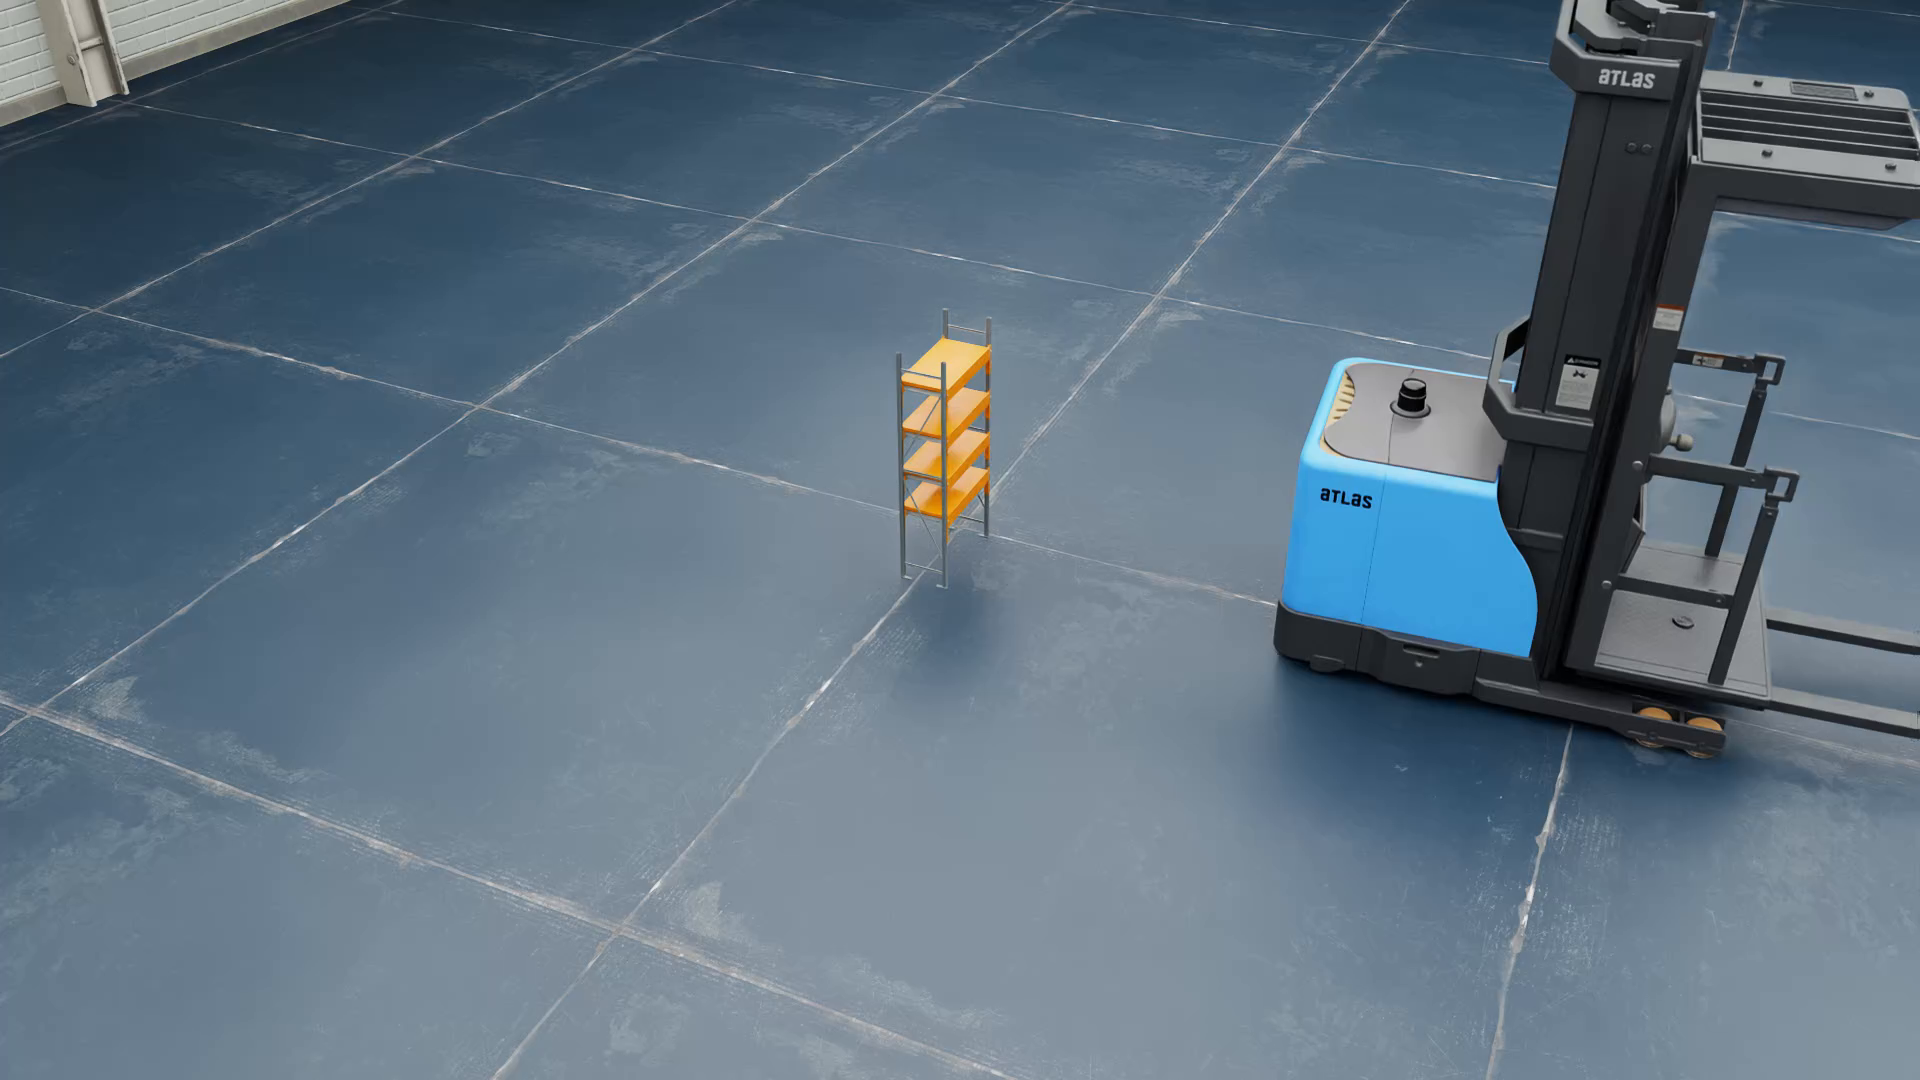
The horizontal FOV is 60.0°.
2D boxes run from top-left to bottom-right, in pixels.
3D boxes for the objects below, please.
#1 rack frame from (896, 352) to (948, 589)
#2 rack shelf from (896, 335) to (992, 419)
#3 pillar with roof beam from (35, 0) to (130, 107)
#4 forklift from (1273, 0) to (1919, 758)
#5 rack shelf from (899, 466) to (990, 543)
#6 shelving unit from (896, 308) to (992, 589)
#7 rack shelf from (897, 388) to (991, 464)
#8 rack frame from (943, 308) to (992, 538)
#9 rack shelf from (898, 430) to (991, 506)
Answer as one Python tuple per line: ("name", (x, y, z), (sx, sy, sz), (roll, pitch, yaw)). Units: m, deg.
("rack frame", (-0.171, -0.298, 7.610), (0.240, 1.200, 0.015), (14, 36, 20))
("rack shelf", (-0.069, -0.748, 7.580), (0.258, 0.148, 0.480), (14, 36, 20))
("pillar with roof beam", (-3.290, -6.471, 9.913), (9.100, 9.000, 0.400), (14, 36, 20))
("forklift", (2.969, -0.654, 6.574), (3.031, 2.935, 1.130), (11, 35, 16))
("rack shelf", (-0.069, -0.197, 7.941), (0.258, 0.148, 0.480), (14, 36, 20))
("shelving unit", (-0.069, -0.419, 7.795), (0.258, 1.200, 0.503), (14, 36, 20))
("rack shelf", (-0.069, -0.550, 7.710), (0.258, 0.148, 0.480), (14, 36, 20))
("rack frame", (0.033, -0.541, 7.981), (0.240, 1.200, 0.015), (14, 36, 20))
("rack shelf", (-0.069, -0.363, 7.832), (0.258, 0.148, 0.480), (14, 36, 20))
